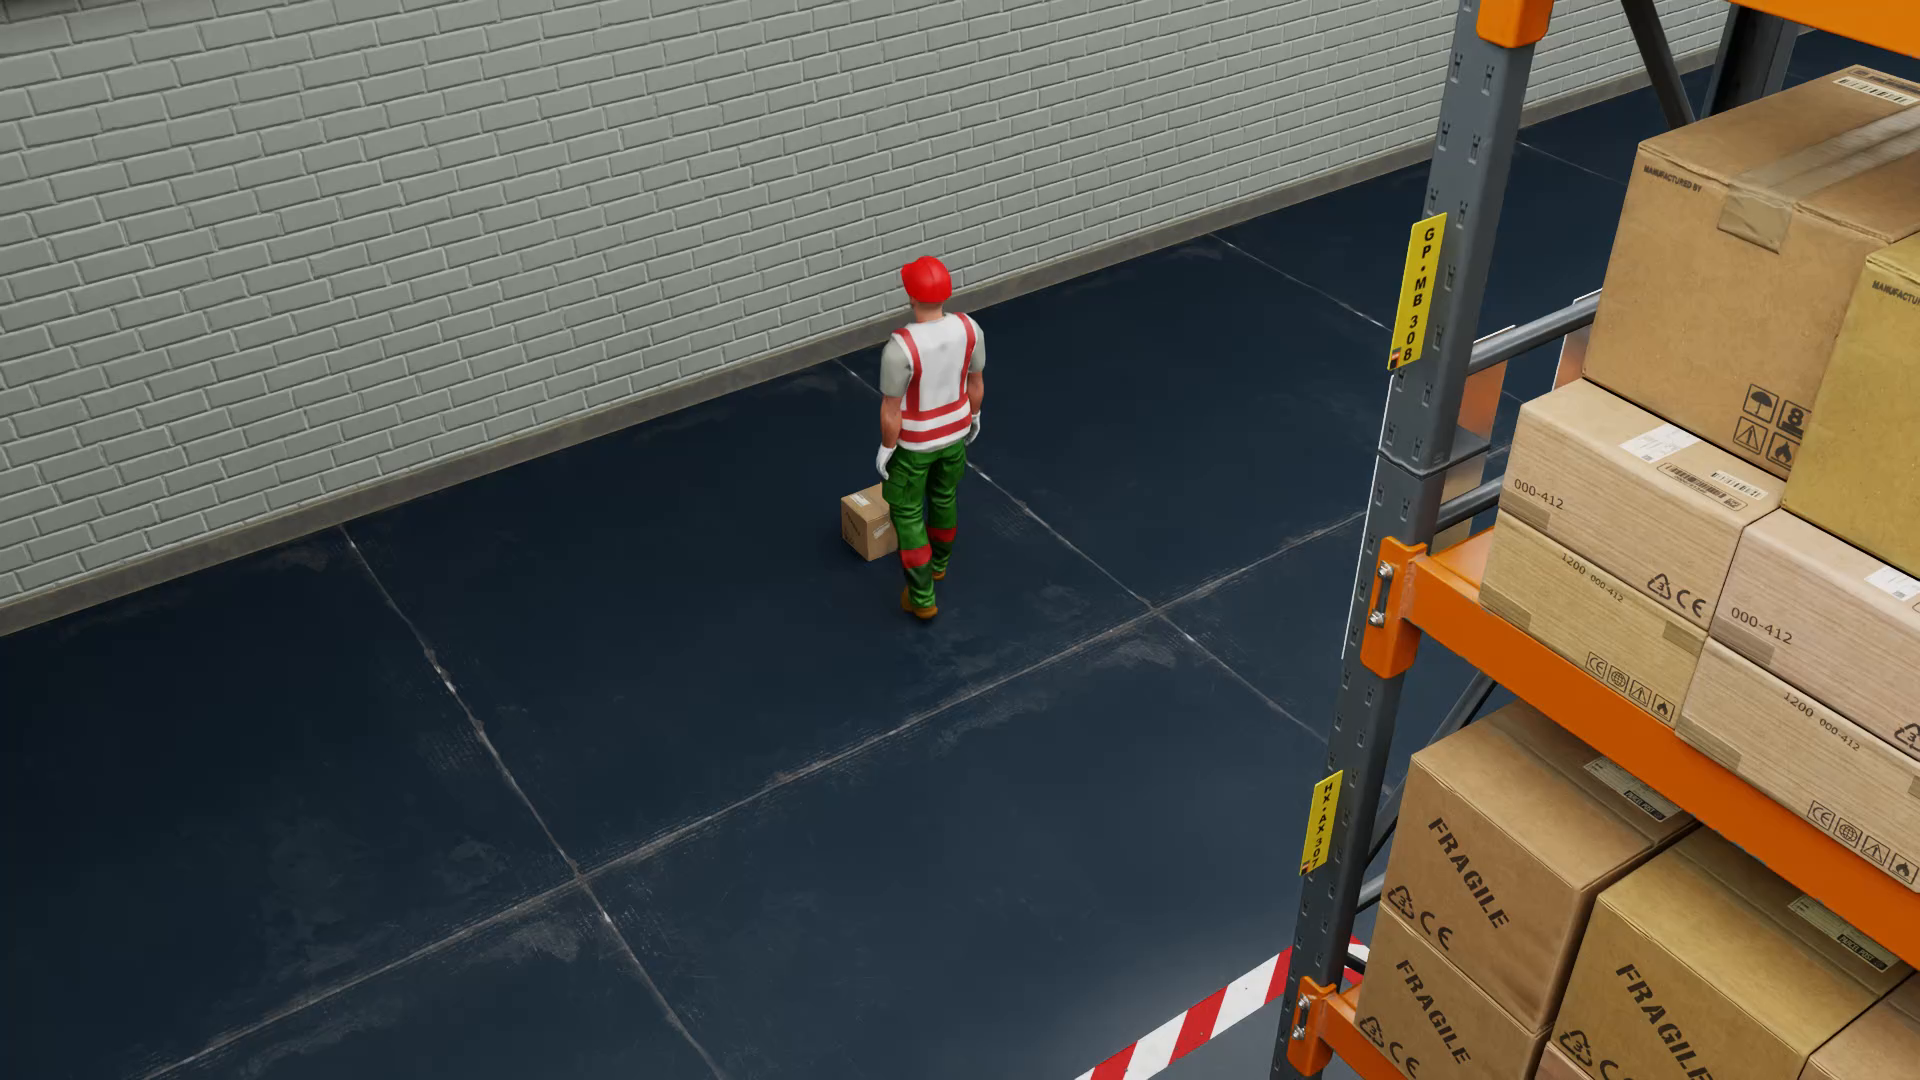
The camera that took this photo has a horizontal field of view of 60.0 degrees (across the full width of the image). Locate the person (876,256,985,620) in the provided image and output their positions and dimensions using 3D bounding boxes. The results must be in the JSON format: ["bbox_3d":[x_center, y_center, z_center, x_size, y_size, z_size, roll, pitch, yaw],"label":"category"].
[{"bbox_3d":[-0.159,-0.502,7.666,0.560,1.799,0.589,-18,40,-23],"label":"person"}]
